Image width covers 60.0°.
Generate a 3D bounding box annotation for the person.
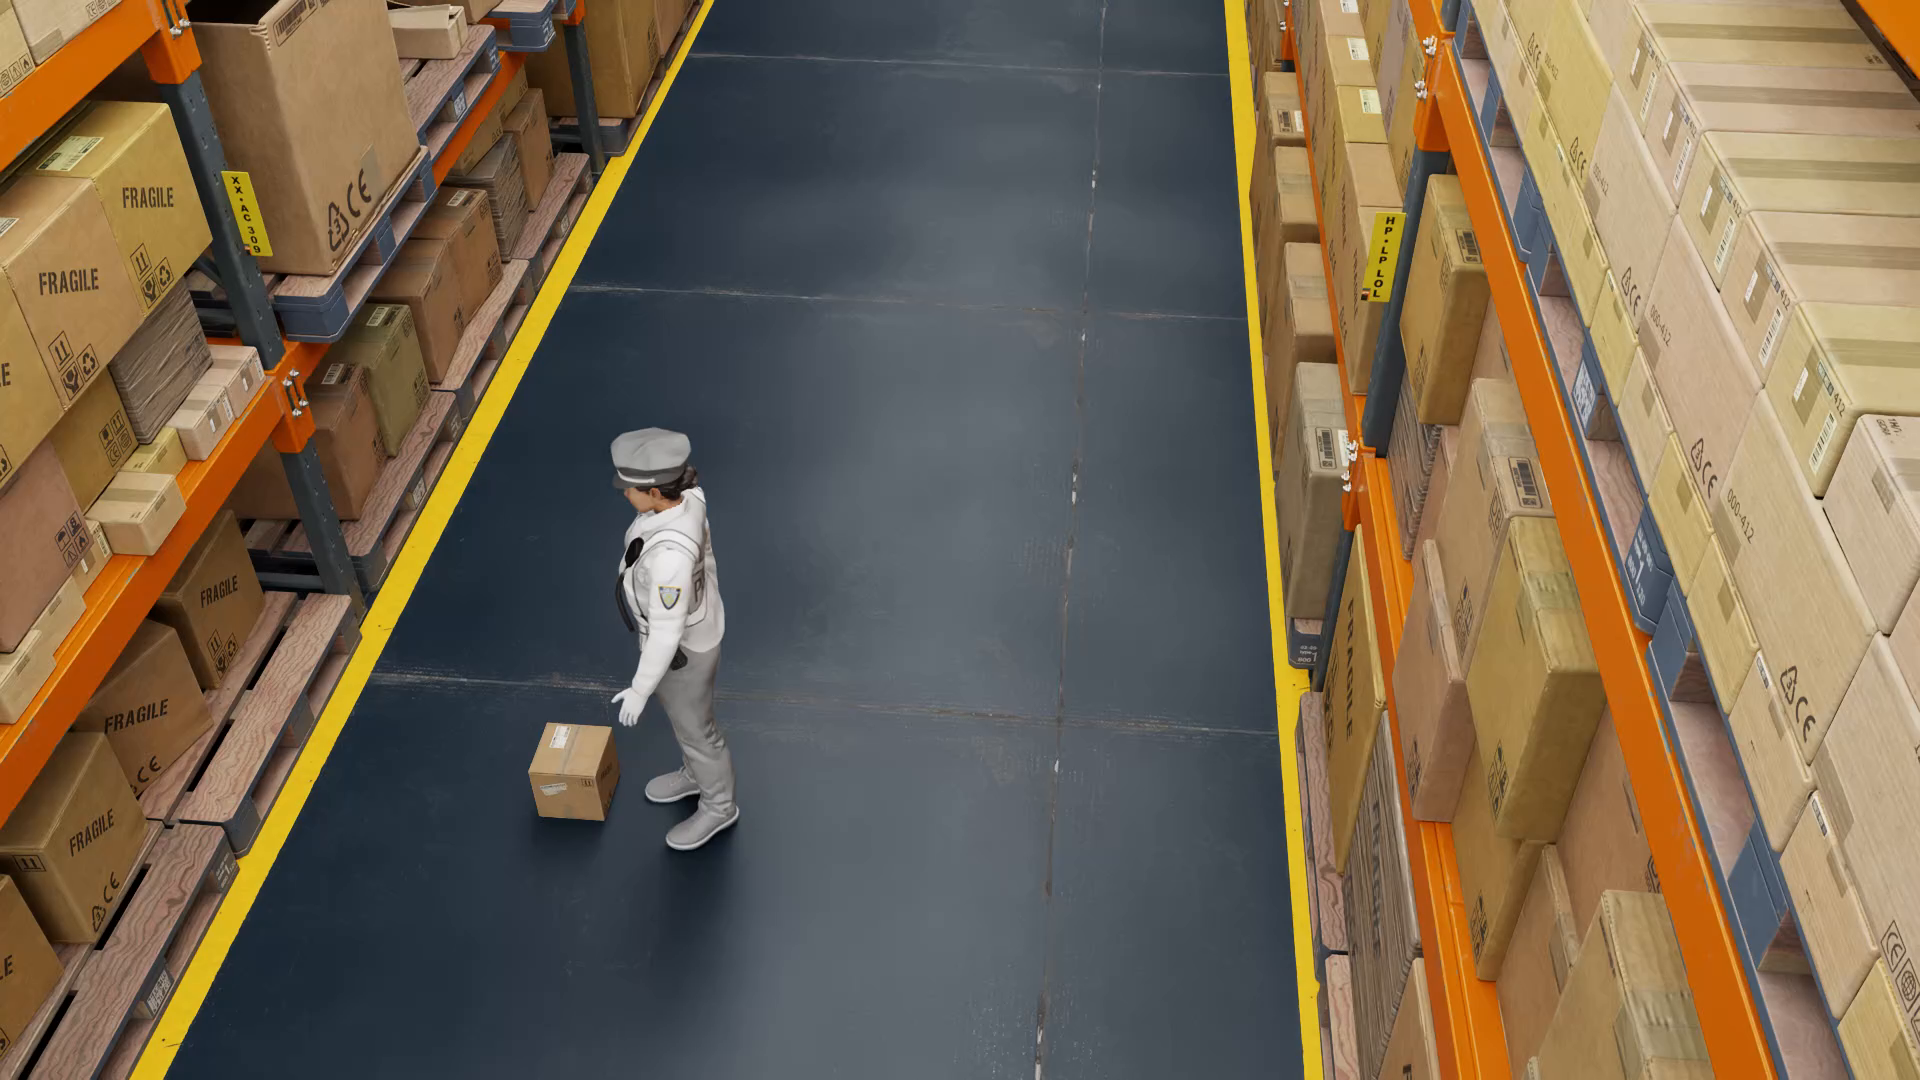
[{"bbox_3d":[-0.989,0.375,5.687,0.384,1.690,0.570,-4,40,-5],"label":"person"}]
